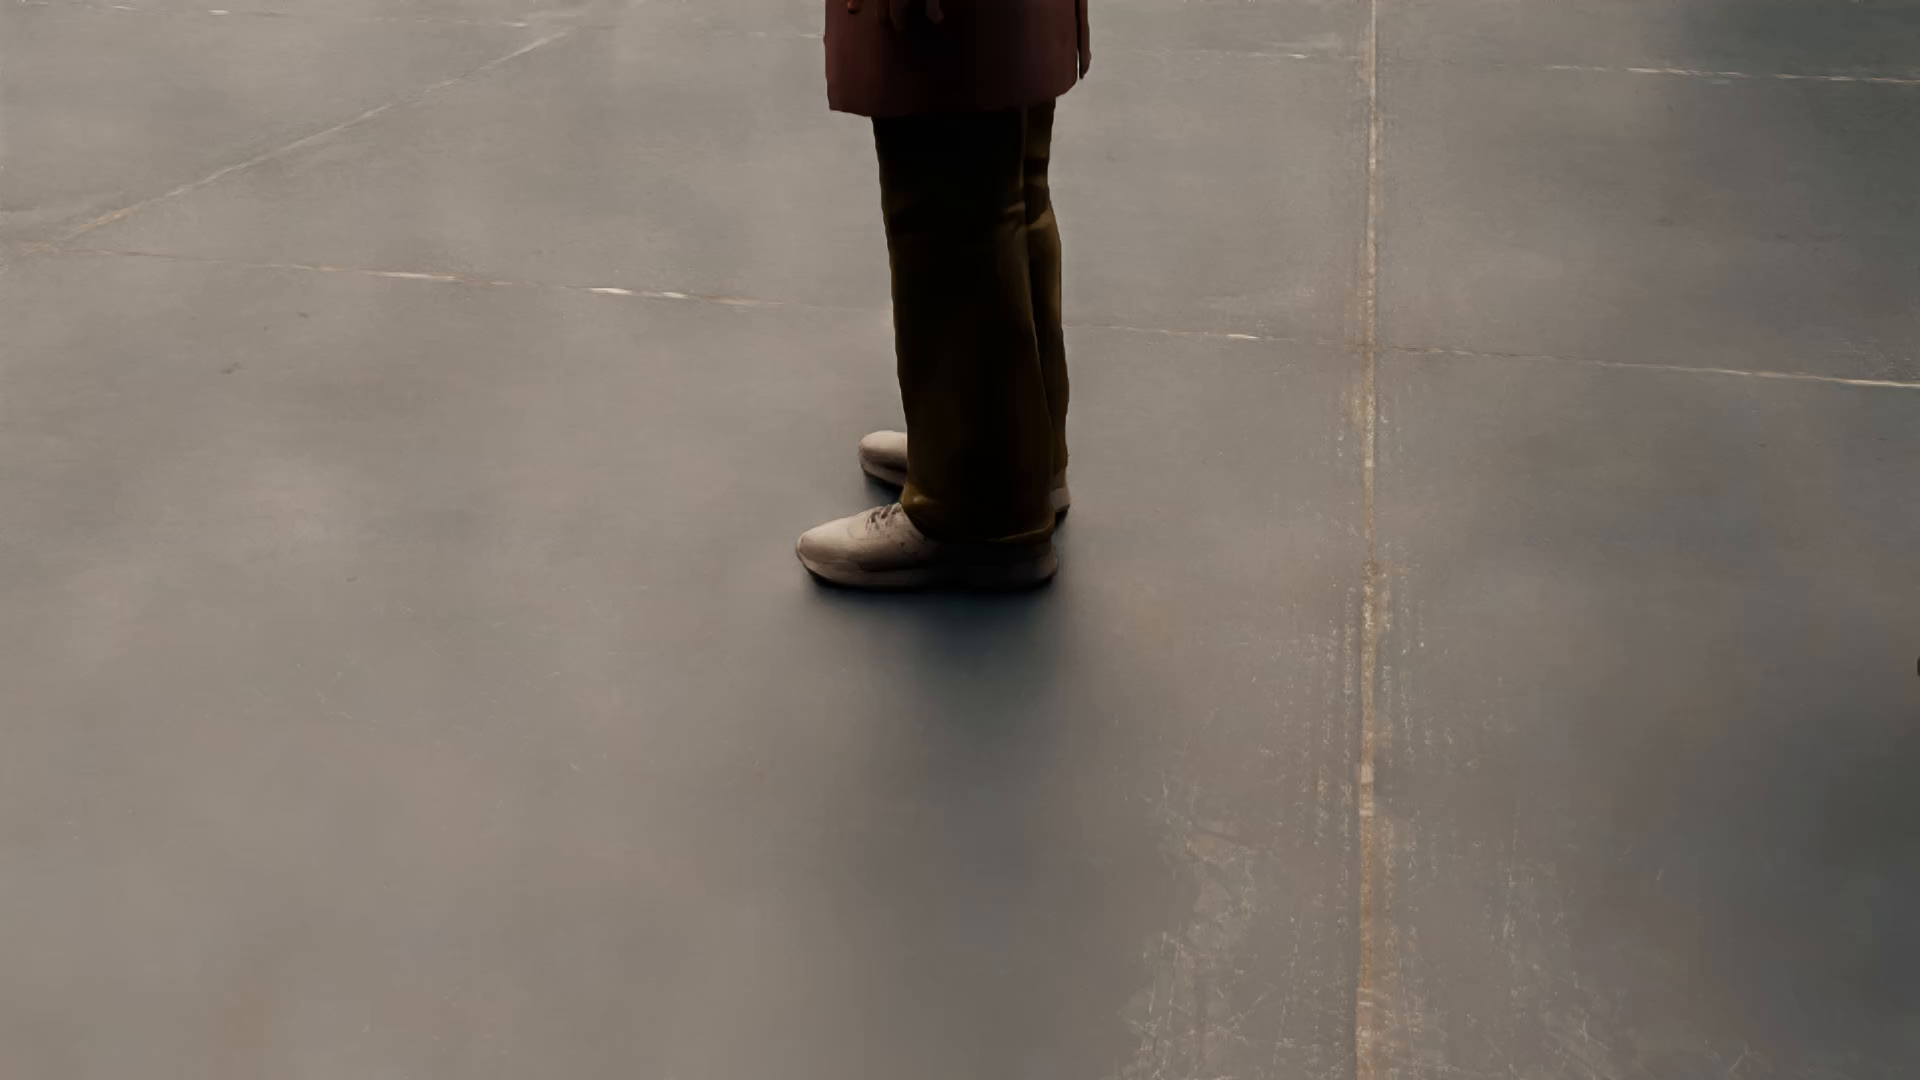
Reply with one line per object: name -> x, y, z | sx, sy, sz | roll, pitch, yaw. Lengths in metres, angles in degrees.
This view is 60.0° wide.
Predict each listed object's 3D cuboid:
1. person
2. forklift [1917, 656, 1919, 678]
person -> -0.025, -0.800, 2.105 | 0.377, 1.783, 0.550 | 6, 27, 11
forklift -> 2.711, -0.960, 1.148 | 3.031, 2.935, 1.130 | -3, 27, -7
